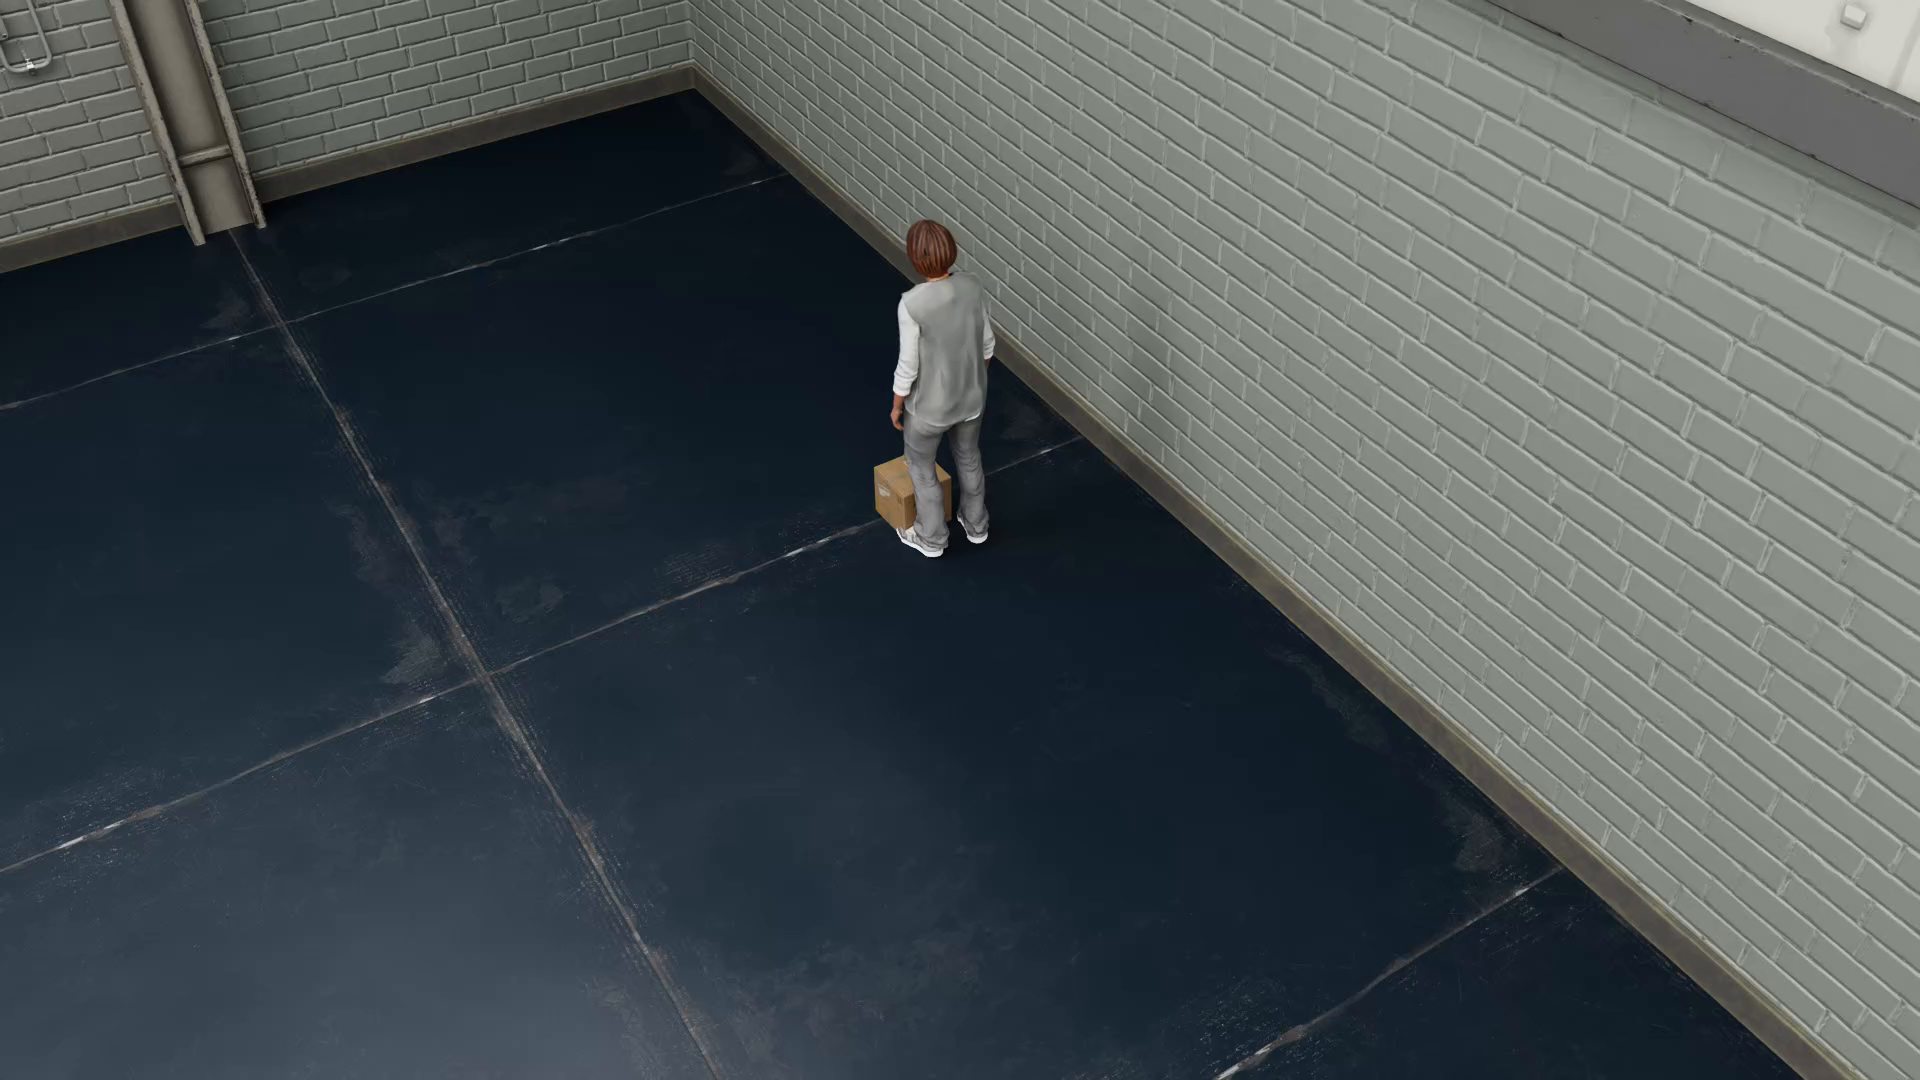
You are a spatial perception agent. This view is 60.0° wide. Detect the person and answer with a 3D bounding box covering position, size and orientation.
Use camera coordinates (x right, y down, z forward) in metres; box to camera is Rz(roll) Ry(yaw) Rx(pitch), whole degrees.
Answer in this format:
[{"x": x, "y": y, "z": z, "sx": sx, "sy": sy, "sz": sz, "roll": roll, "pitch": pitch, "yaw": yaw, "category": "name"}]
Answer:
[{"x": -0.076, "y": -0.587, "z": 6.833, "sx": 0.463, "sy": 1.593, "sz": 0.364, "roll": -23, "pitch": 46, "yaw": -24, "category": "person"}]
